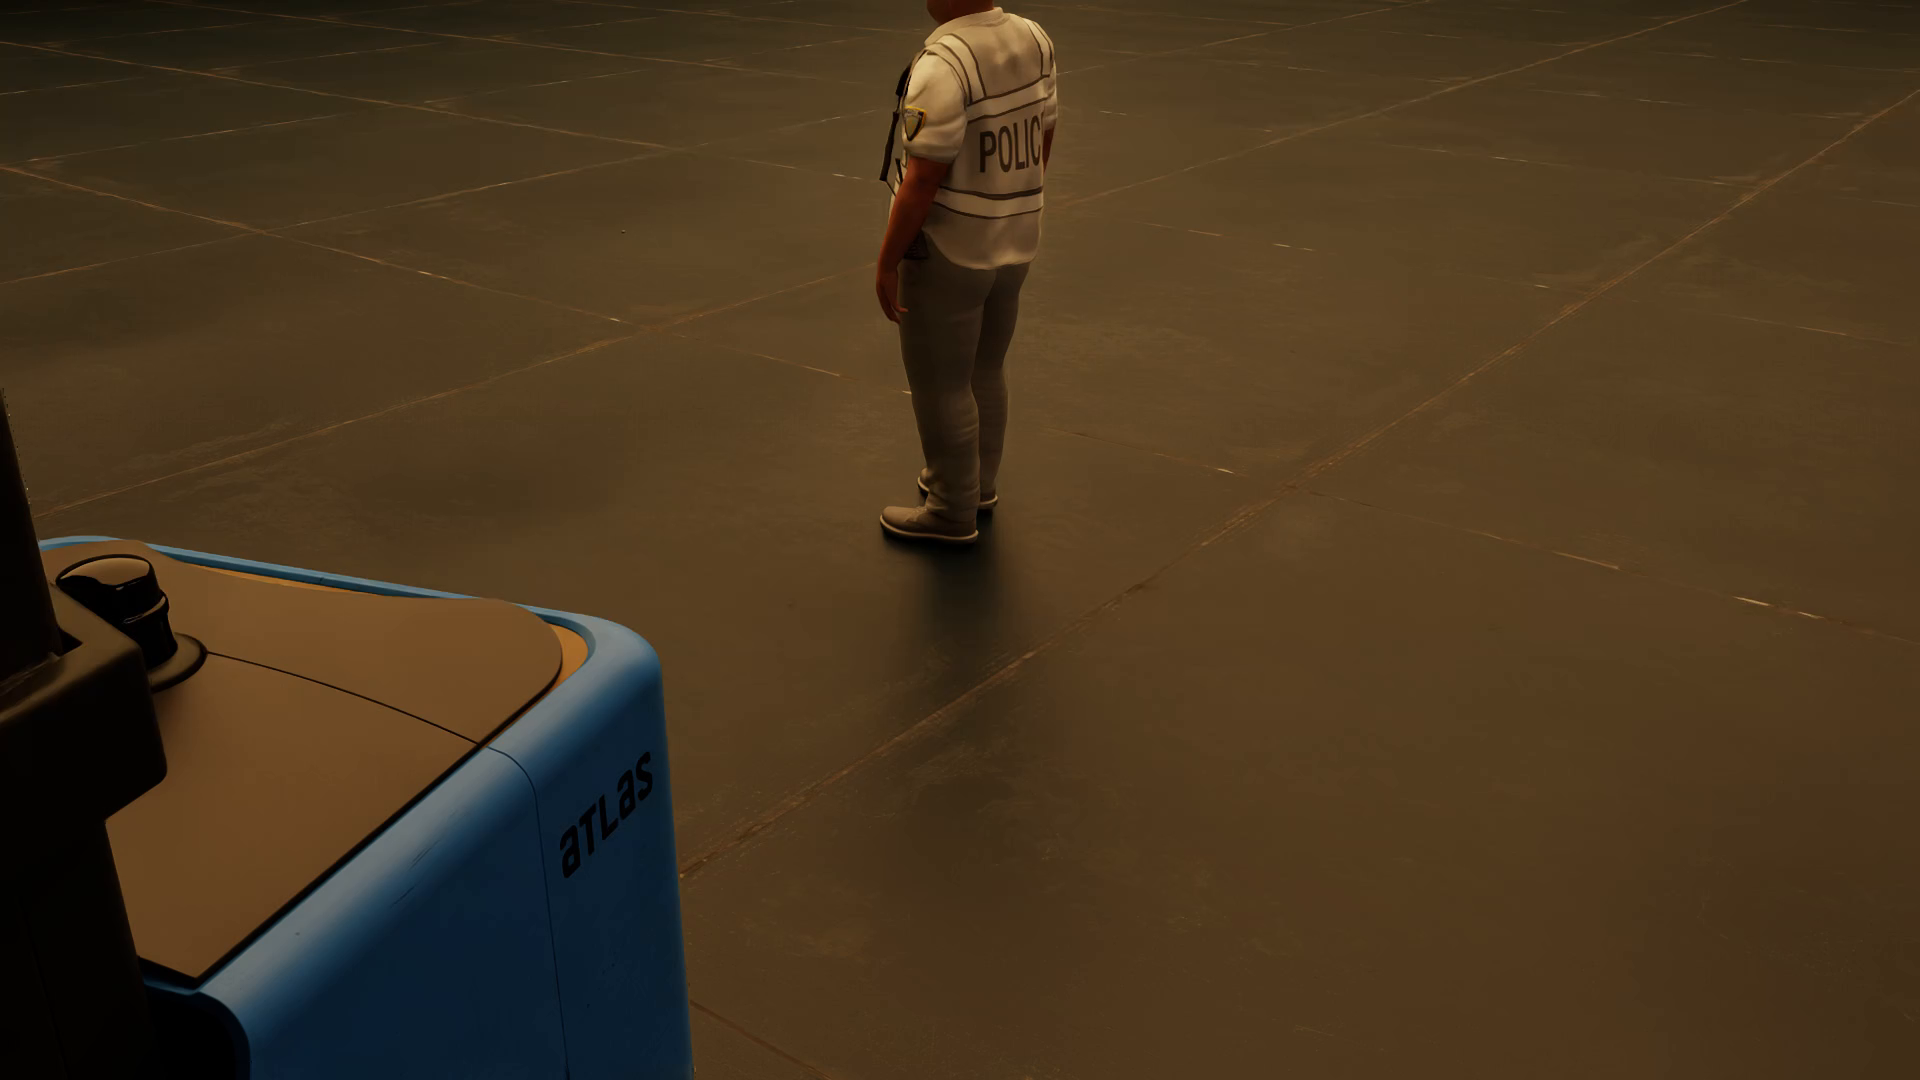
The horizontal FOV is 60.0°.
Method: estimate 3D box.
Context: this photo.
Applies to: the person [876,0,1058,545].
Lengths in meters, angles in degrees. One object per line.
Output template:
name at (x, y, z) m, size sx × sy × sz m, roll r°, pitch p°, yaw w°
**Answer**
person at (-0.055, -0.848, 4.708) m, size 0.574 × 1.781 × 0.641 m, roll 17°, pitch 29°, yaw 34°
